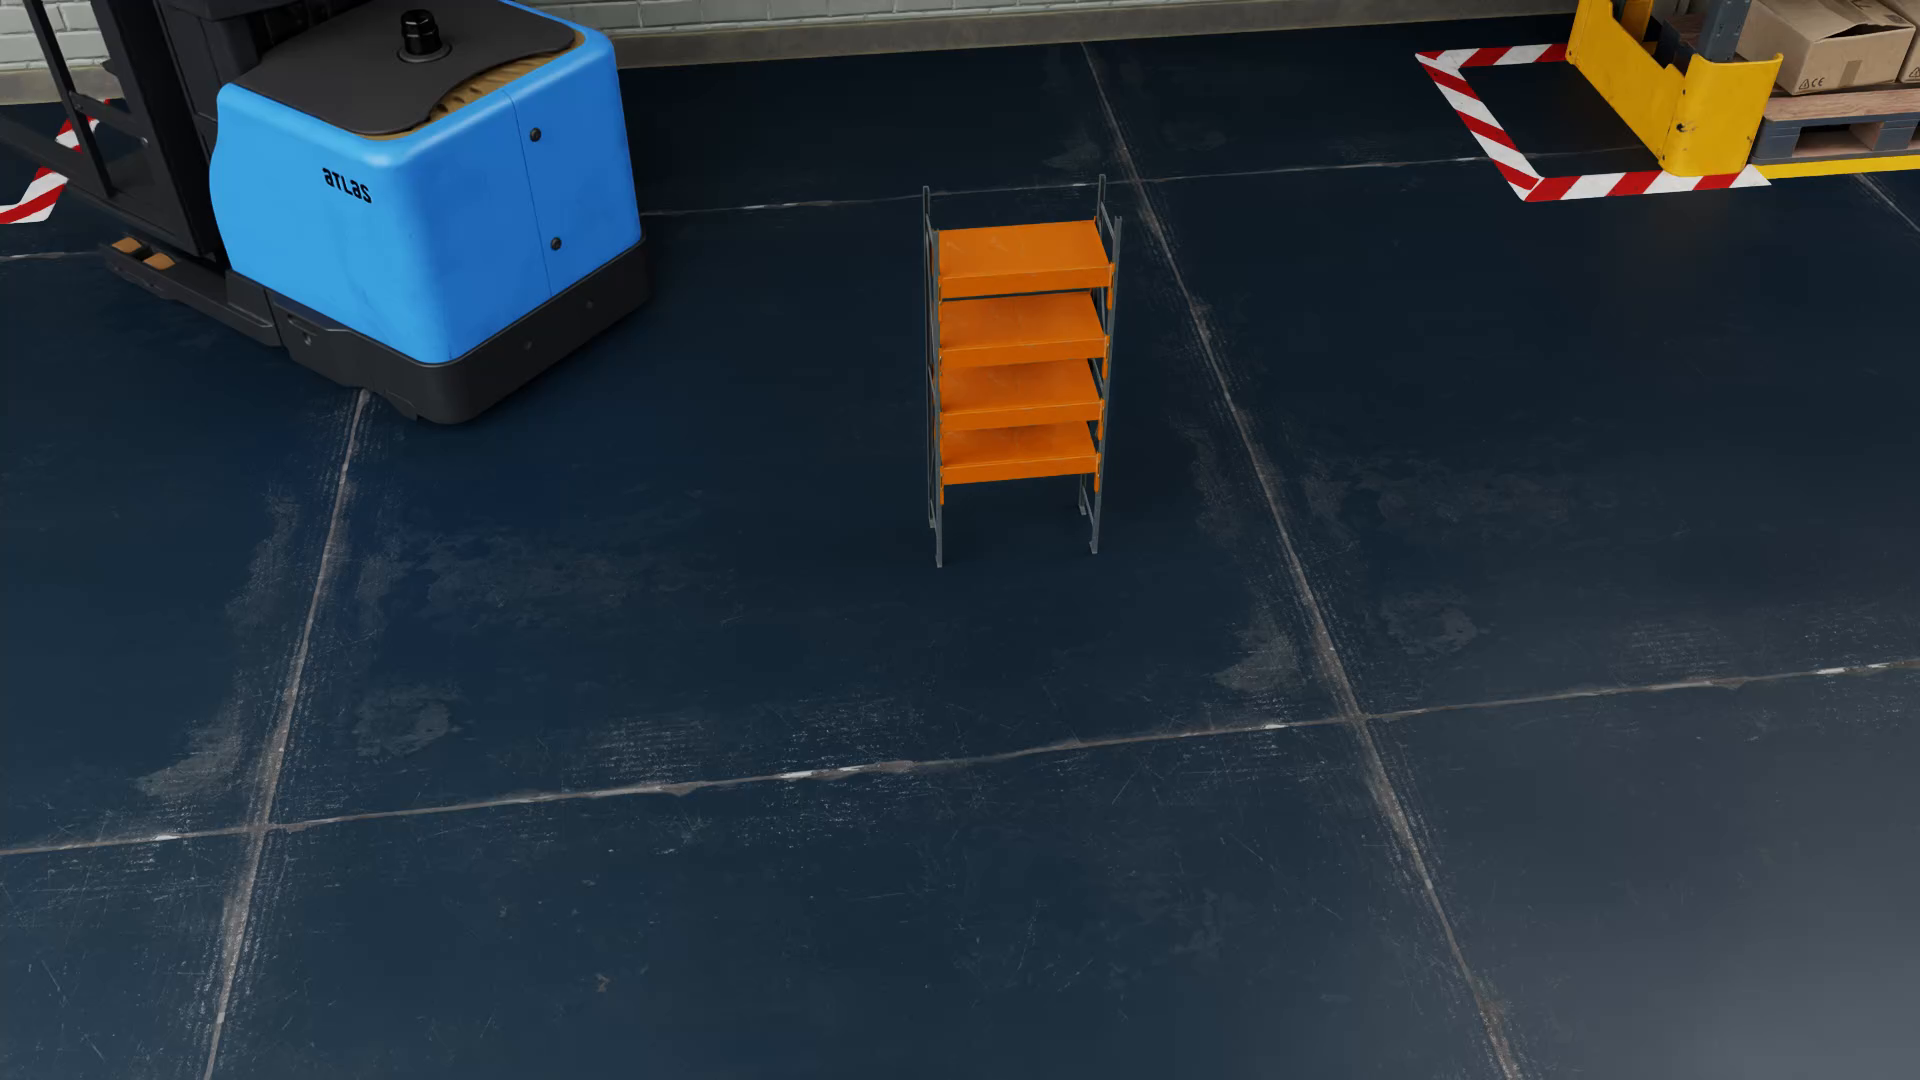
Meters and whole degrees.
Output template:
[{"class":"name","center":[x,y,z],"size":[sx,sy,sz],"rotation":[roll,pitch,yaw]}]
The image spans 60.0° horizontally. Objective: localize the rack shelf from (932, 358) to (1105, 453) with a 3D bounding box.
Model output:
[{"class":"rack shelf","center":[0.164,-0.410,4.909],"size":[0.480,0.148,0.258],"rotation":[-5,42,-6]}]

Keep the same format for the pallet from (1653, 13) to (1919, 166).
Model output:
[{"class":"pallet","center":[3.866,-2.035,7.348],"size":[1.213,0.211,1.003],"rotation":[-5,42,-6]}]

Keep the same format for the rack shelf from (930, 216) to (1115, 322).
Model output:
[{"class":"rack shelf","center":[0.164,-0.752,4.601],"size":[0.480,0.148,0.258],"rotation":[-5,42,-6]}]

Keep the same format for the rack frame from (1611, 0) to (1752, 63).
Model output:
[{"class":"rack frame","center":[2.981,-3.017,6.355],"size":[0.127,3.000,1.000],"rotation":[-5,42,-6]}]

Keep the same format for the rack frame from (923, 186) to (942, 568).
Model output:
[{"class":"rack frame","center":[-0.078,-0.439,4.841],"size":[0.015,1.200,0.240],"rotation":[-5,42,-6]}]

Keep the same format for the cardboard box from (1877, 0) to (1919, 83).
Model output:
[{"class":"cardboard box","center":[4.244,-2.231,7.163],"size":[0.500,0.311,0.500],"rotation":[-2,42,-2]}]

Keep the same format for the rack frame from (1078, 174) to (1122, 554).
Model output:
[{"class":"rack frame","center":[0.406,-0.481,4.888],"size":[0.015,1.200,0.240],"rotation":[-5,42,-6]}]

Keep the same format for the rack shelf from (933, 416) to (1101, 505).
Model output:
[{"class":"rack shelf","center":[0.164,-0.262,5.042],"size":[0.480,0.148,0.258],"rotation":[-5,42,-6]}]

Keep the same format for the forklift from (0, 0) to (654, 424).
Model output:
[{"class":"forklift","center":[-2.636,-2.261,5.568],"size":[3.031,2.935,1.130],"rotation":[25,48,25]}]

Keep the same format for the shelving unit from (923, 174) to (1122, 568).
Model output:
[{"class":"shelving unit","center":[0.164,-0.460,4.864],"size":[0.503,1.200,0.258],"rotation":[-5,42,-6]}]

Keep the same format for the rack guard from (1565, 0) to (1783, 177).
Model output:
[{"class":"rack guard","center":[3.056,-2.095,7.200],"size":[0.348,0.500,1.175],"rotation":[-5,42,-6]}]

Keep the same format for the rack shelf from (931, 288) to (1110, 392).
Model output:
[{"class":"rack shelf","center":[0.164,-0.576,4.759],"size":[0.480,0.148,0.258],"rotation":[-5,42,-6]}]

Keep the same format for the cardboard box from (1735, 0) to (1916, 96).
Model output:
[{"class":"cardboard box","center":[3.678,-2.182,7.109],"size":[0.500,0.311,0.500],"rotation":[-9,43,-10]}]
